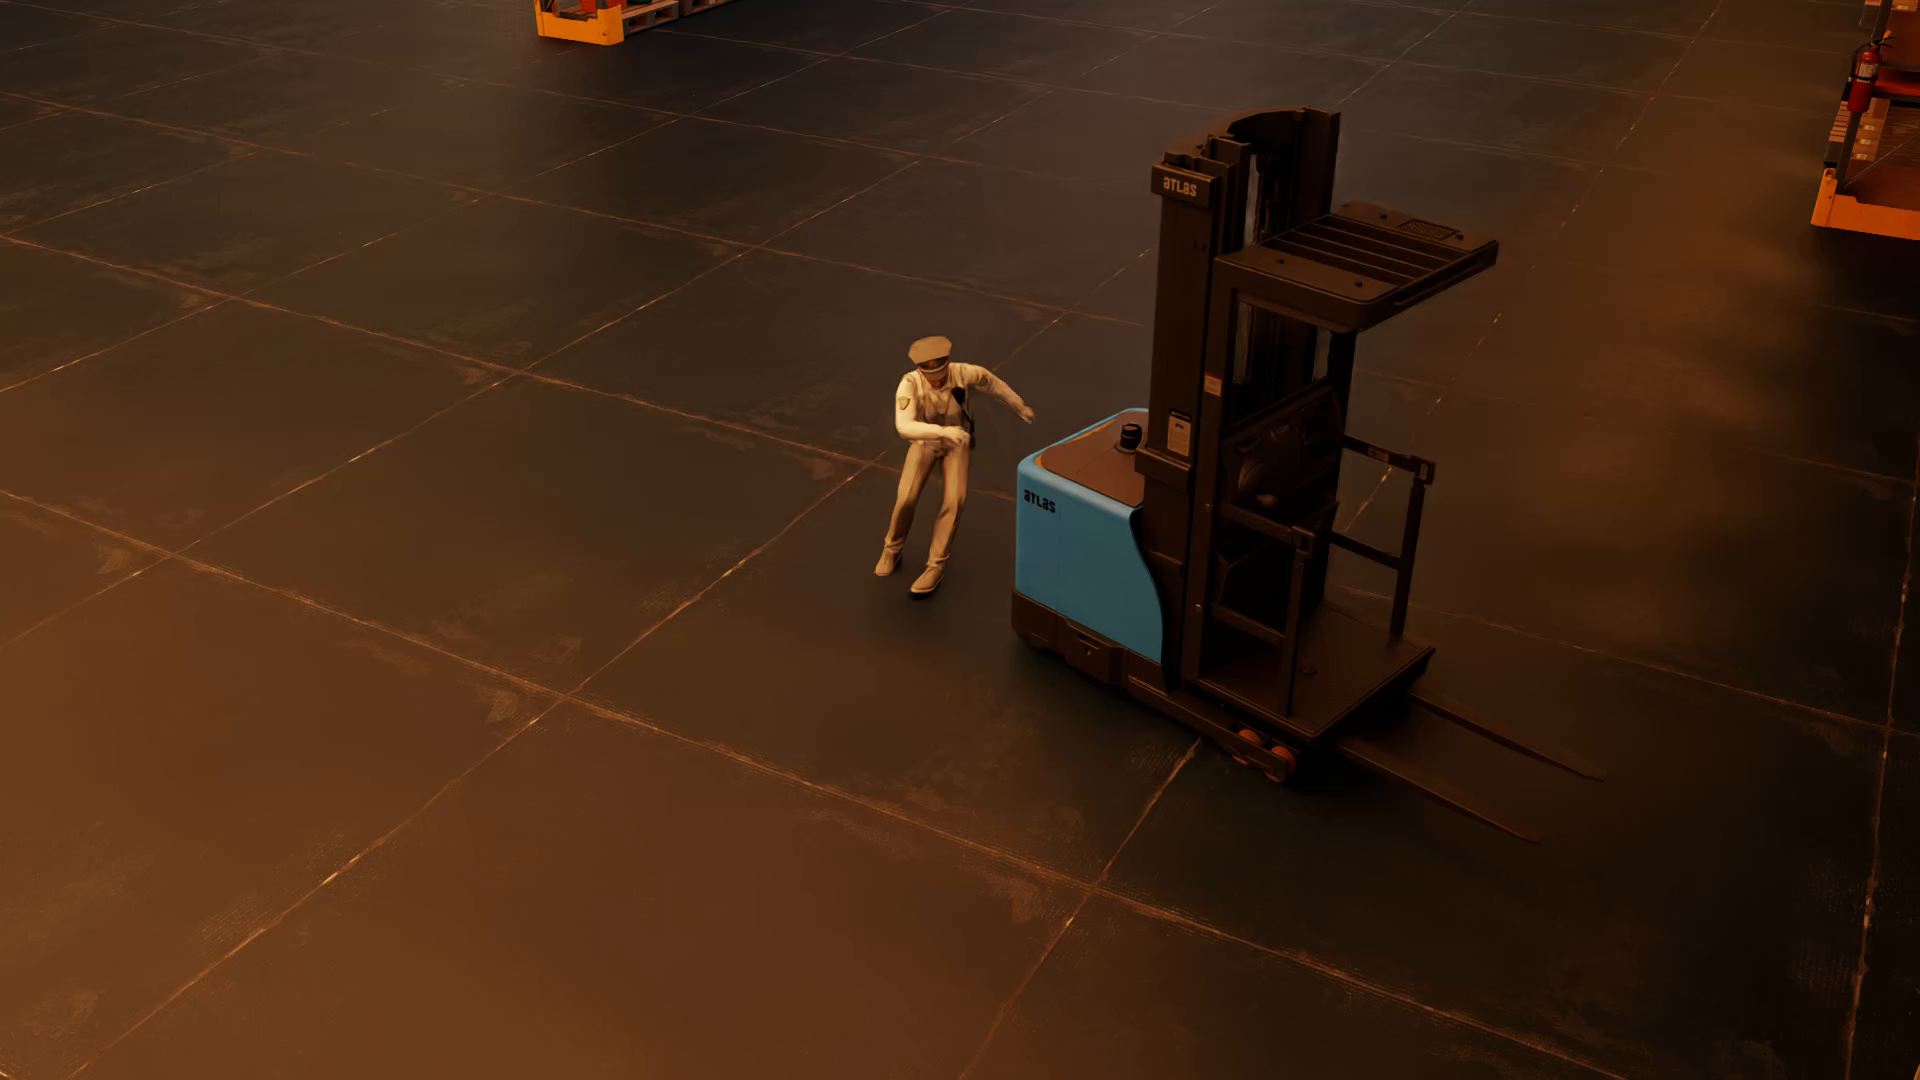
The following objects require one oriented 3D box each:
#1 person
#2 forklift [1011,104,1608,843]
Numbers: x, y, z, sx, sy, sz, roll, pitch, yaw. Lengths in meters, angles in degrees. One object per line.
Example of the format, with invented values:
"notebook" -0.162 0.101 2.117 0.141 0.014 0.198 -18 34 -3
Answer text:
"person" -0.017 -0.459 9.488 0.995 1.416 0.900 -2 30 -3
"forklift" 1.683 -0.403 7.768 3.031 2.935 1.130 26 39 37
